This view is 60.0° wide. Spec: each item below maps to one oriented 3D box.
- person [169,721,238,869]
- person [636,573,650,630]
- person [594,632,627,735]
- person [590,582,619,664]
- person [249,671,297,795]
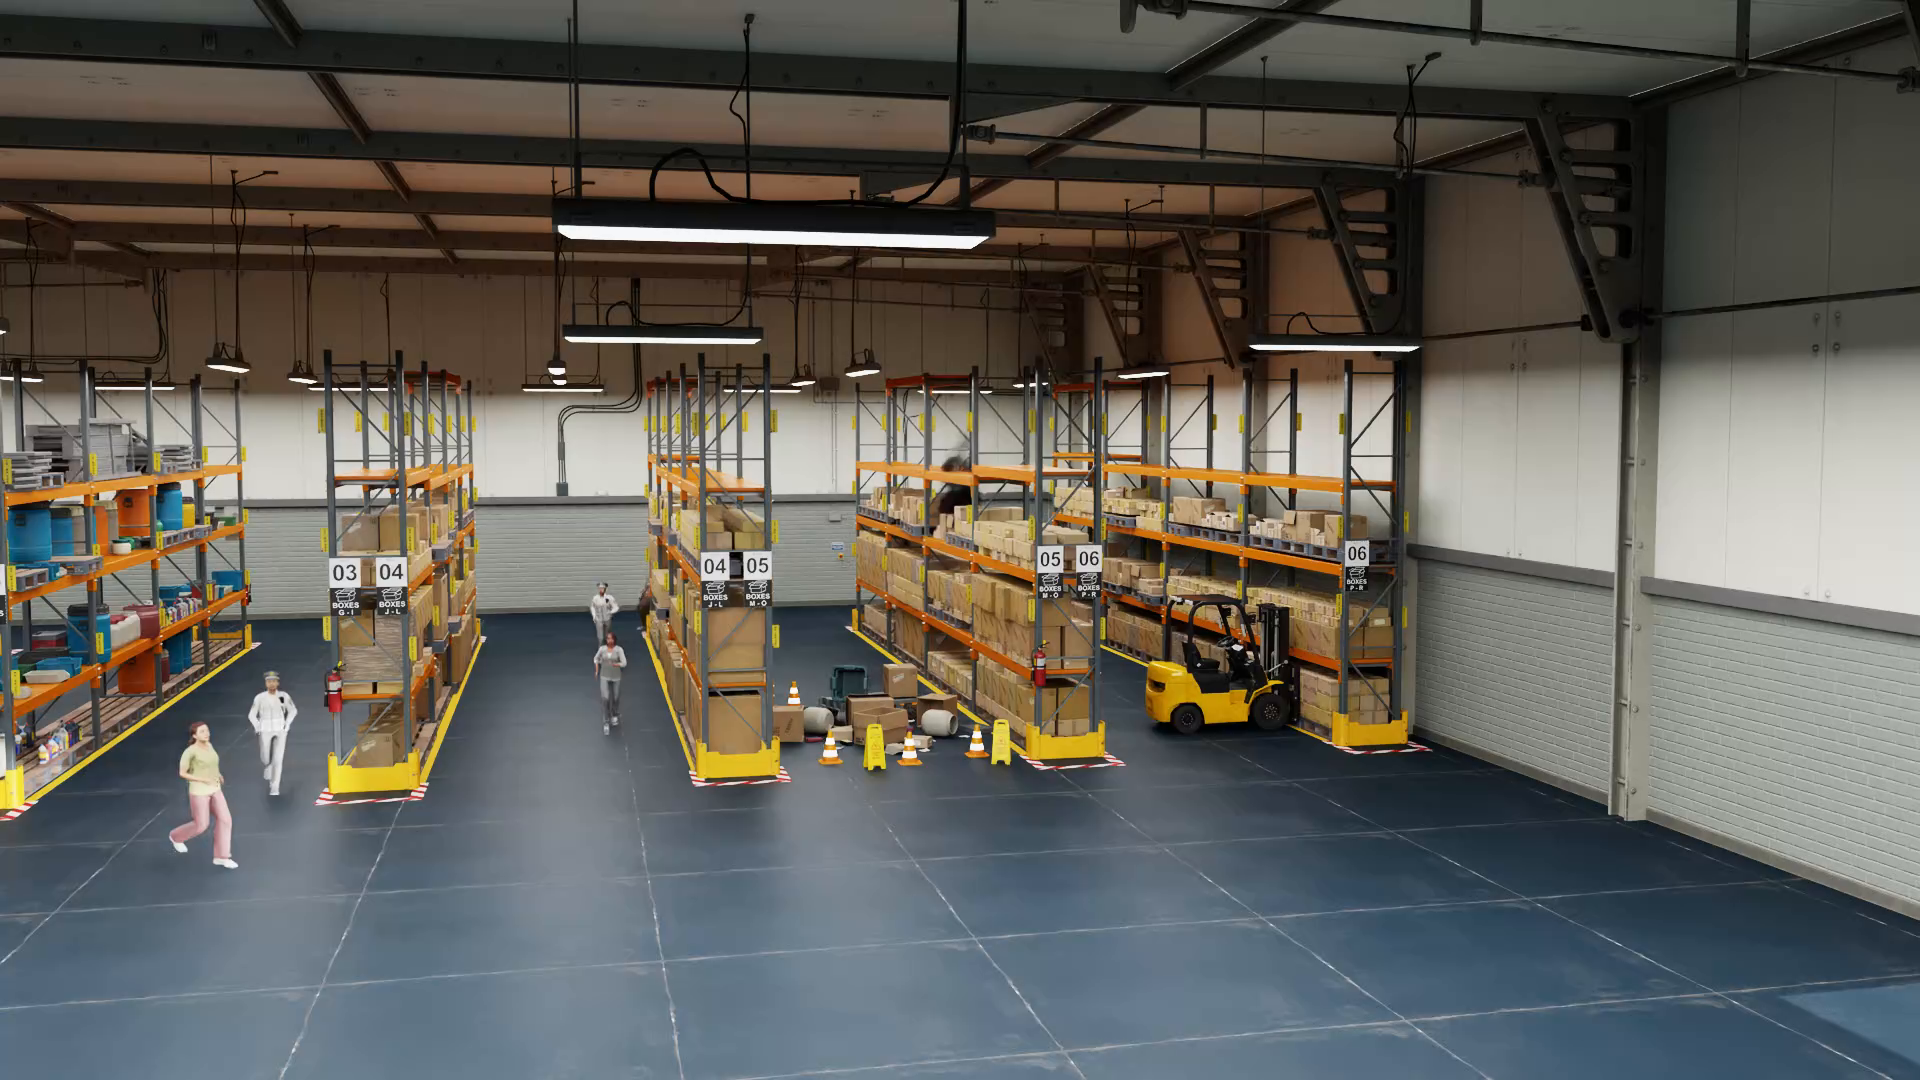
[{"bbox_3d":[-8.593,2.878,18.885,0.913,1.658,0.592,2,4,21],"label":"person"},{"bbox_3d":[-7.523,1.368,40.240,0.553,1.660,0.758,-2,4,-25],"label":"person"},{"bbox_3d":[-5.697,2.304,27.109,0.516,1.632,0.759,-1,4,-12],"label":"person"},{"bbox_3d":[-7.503,1.726,35.078,0.607,1.705,0.799,-1,4,-7],"label":"person"},{"bbox_3d":[-9.331,2.600,22.598,0.615,1.650,0.725,-2,4,-21],"label":"person"}]
